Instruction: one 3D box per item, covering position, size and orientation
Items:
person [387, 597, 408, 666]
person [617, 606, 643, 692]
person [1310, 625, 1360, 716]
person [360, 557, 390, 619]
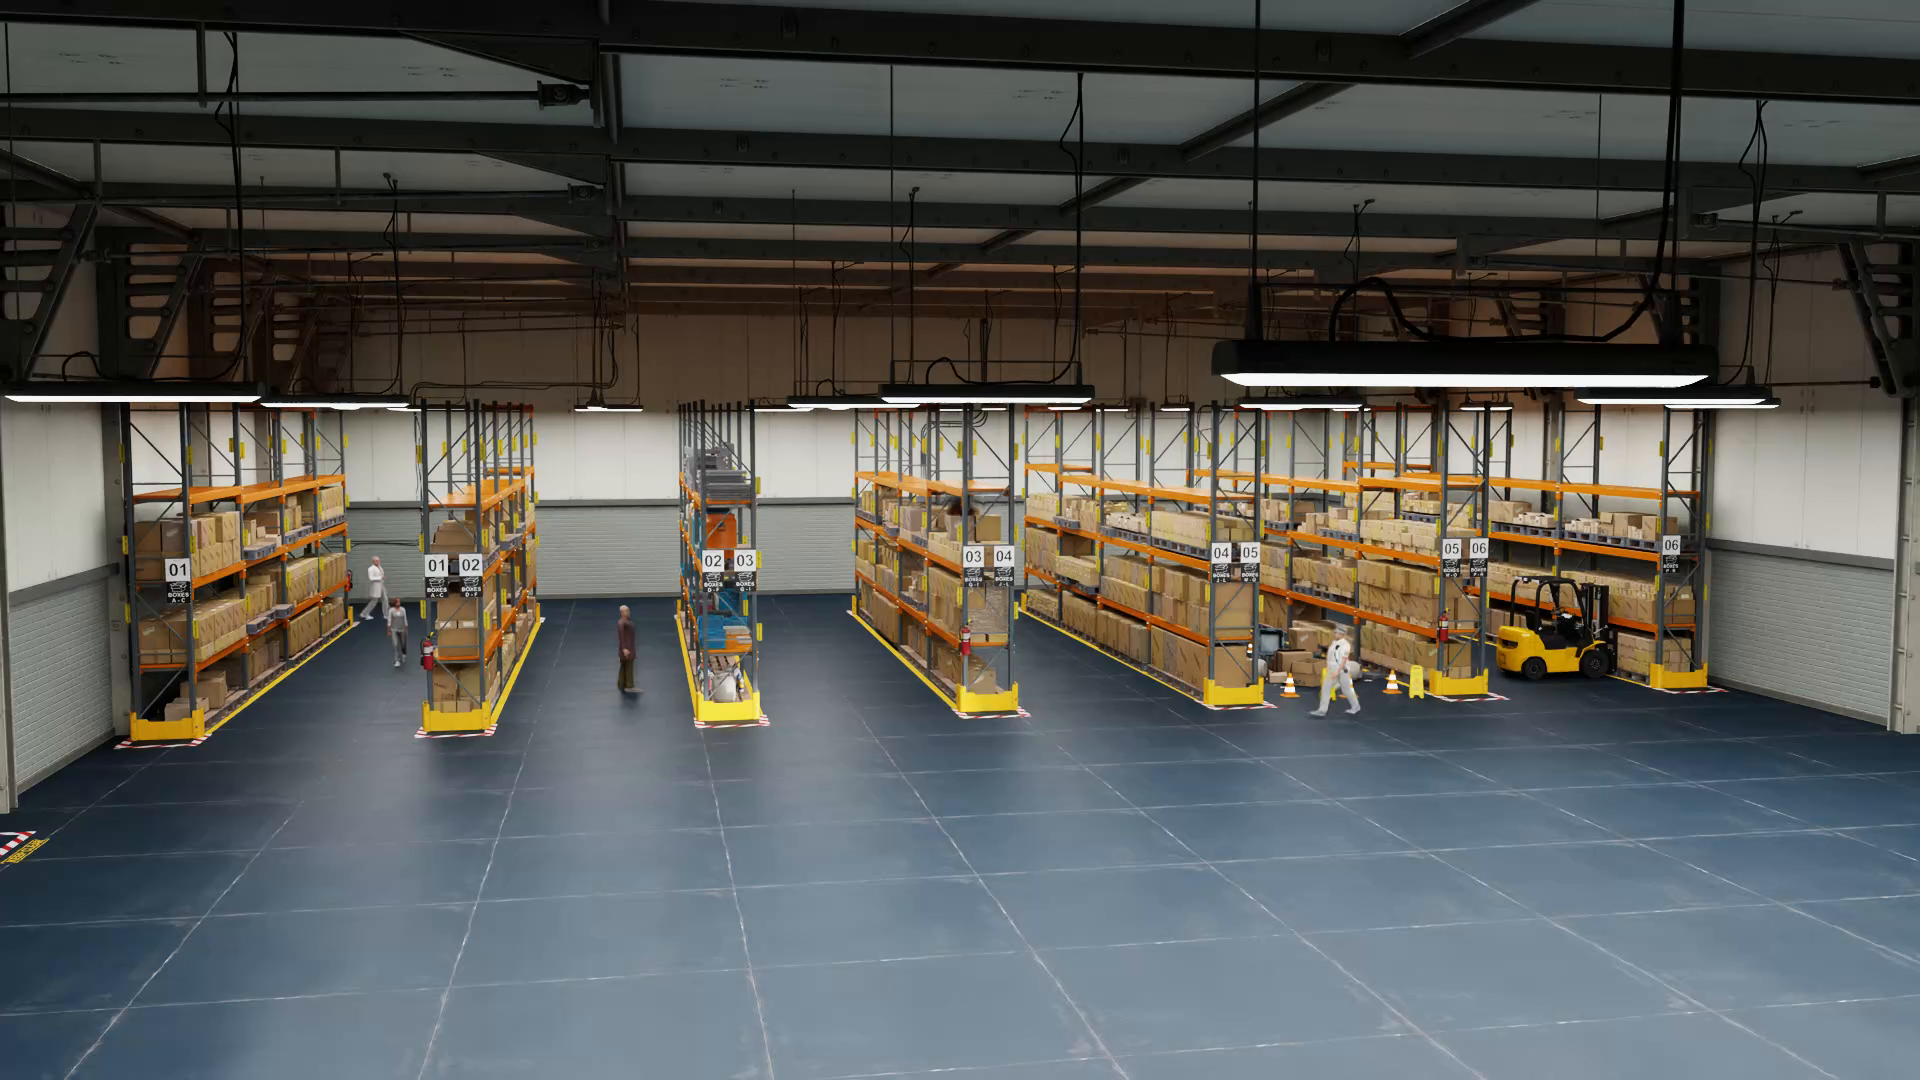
[{"bbox_3d":[-12.818,2.069,37.902,0.442,1.559,0.703,-1,4,-16],"label":"person"},{"bbox_3d":[-6.840,2.242,34.381,0.514,1.787,0.603,-1,4,-14],"label":"person"},{"bbox_3d":[7.138,2.475,31.454,1.042,1.729,0.511,-3,5,-33],"label":"person"},{"bbox_3d":[-16.142,1.342,46.124,0.967,1.770,0.765,0,4,-1],"label":"person"}]
